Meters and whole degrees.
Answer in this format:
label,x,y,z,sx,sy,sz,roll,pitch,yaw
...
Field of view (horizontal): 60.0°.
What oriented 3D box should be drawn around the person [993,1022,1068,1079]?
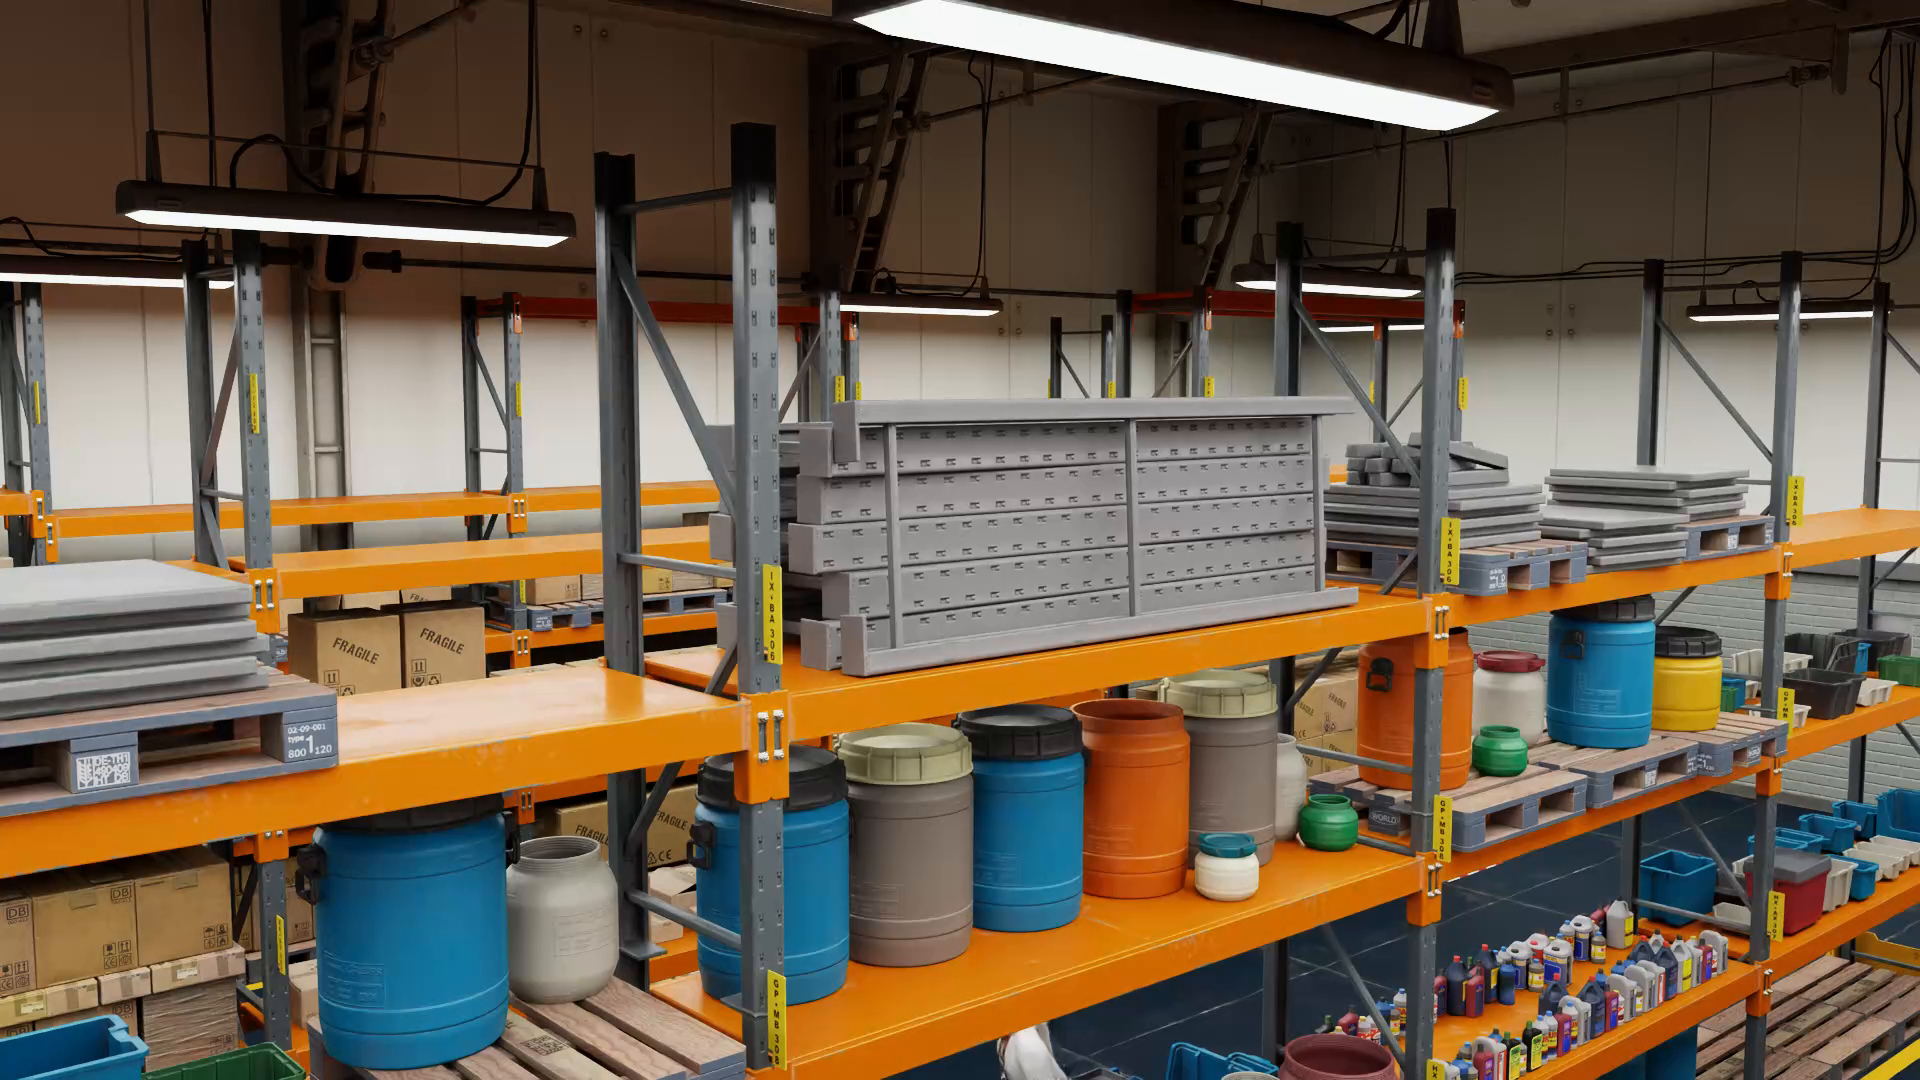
label,x,y,z,sx,sy,sz,roll,pitch,yaw
person,0.554,3.412,9.858,1.157,1.618,0.714,-3,6,-27
